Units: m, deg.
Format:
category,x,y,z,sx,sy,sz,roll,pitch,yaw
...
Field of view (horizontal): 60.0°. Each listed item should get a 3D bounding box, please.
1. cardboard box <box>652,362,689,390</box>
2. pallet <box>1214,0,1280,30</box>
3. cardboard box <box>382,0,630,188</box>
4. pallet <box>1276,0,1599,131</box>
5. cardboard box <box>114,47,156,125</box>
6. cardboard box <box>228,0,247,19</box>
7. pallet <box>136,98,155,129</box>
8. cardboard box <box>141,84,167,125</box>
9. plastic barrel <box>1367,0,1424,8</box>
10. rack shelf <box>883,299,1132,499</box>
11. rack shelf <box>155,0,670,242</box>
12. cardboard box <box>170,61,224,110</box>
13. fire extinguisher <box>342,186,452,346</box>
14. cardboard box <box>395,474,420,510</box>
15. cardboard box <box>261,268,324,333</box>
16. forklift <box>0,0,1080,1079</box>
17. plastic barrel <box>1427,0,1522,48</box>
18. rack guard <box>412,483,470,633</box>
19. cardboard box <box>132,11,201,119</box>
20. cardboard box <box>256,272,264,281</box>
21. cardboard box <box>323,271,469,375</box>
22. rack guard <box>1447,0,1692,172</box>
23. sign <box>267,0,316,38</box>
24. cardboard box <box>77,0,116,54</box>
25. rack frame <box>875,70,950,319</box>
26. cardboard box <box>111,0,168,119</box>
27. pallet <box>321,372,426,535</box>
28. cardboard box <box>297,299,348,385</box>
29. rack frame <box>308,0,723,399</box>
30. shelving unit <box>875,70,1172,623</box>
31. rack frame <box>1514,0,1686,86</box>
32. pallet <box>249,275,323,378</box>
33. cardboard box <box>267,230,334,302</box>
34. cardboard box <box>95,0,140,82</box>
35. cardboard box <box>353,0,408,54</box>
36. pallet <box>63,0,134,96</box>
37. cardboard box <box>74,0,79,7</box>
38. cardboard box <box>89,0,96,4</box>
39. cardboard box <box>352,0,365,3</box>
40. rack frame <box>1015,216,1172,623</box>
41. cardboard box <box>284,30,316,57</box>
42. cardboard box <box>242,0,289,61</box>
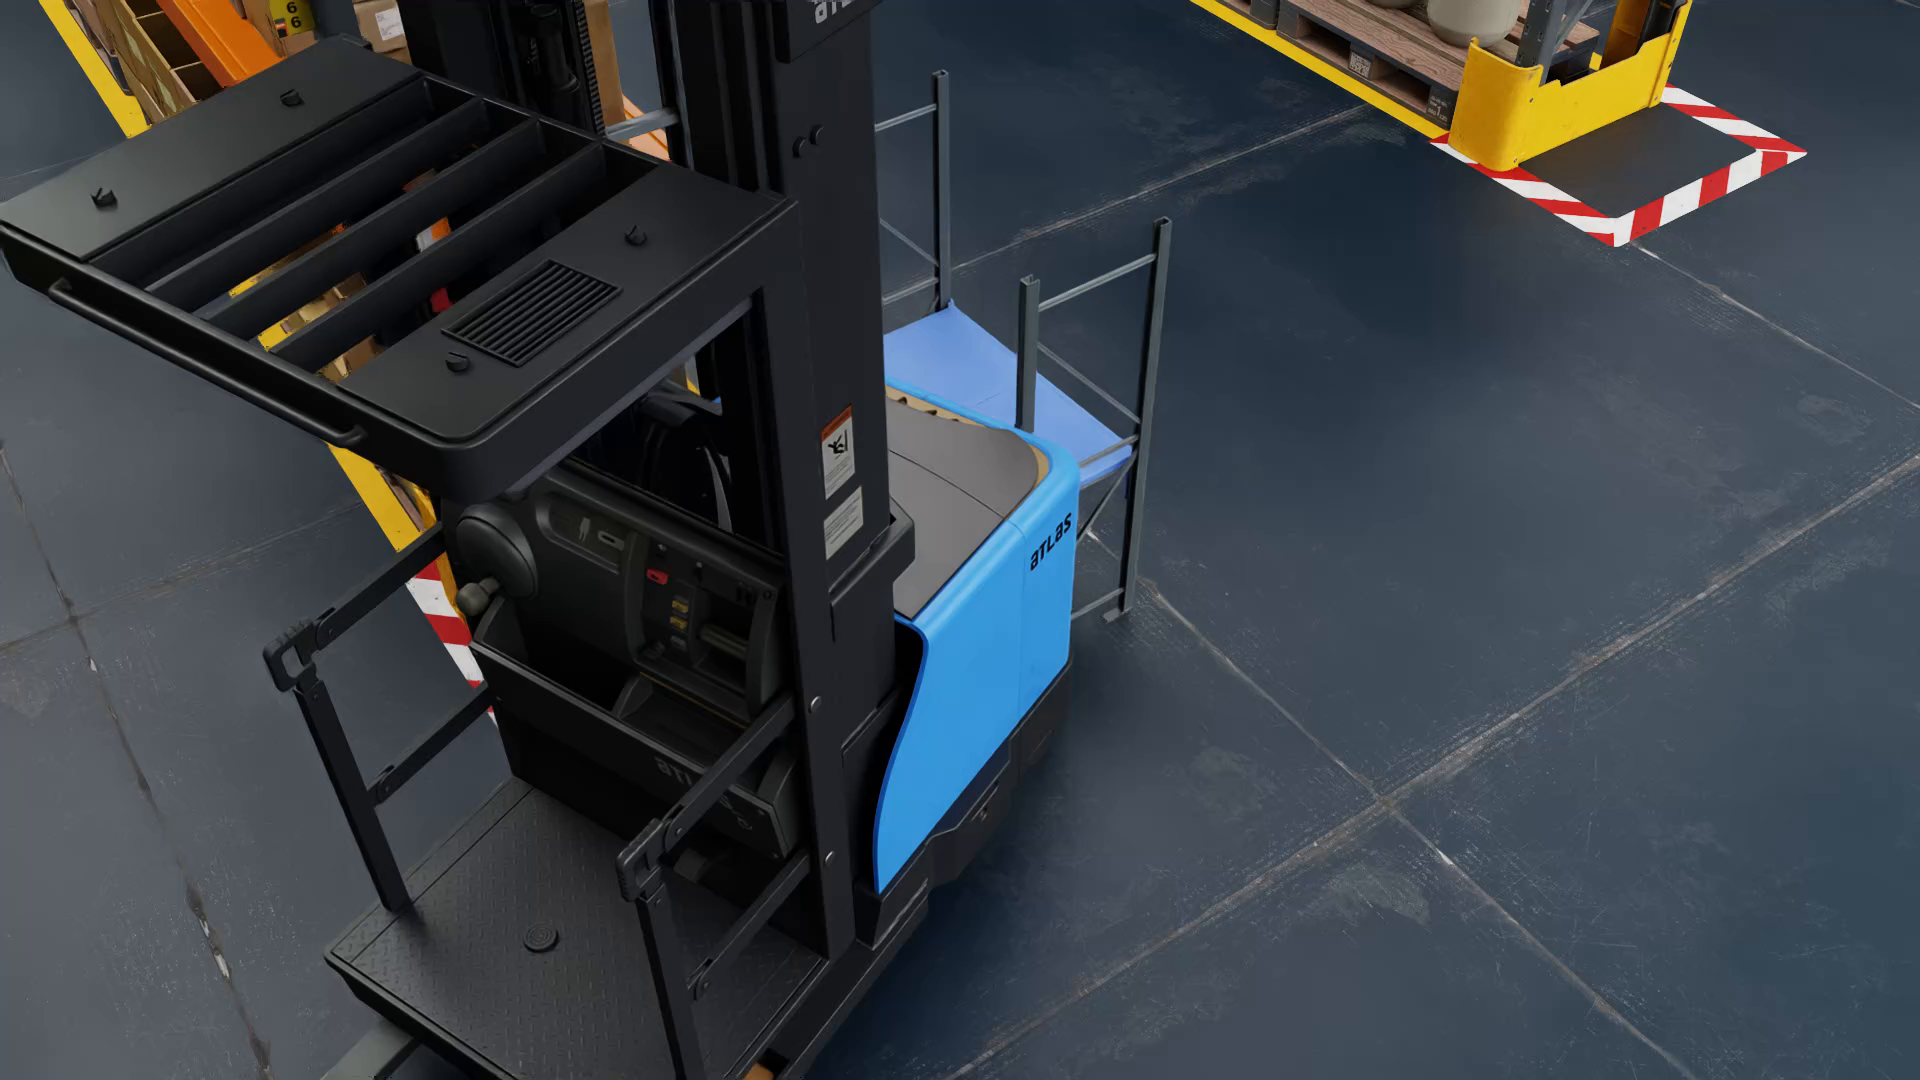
category,x,y,z,sx,sy,sz,roll,pitch,yaw
cardboard box,-1.308,-0.624,5.919,0.500,0.250,0.500,-26,49,-24
pallet,1.645,-3.198,8.947,1.003,0.211,1.213,-26,49,-24
cardboard box,-1.440,-1.381,4.952,0.700,0.500,0.500,-26,49,-24
pallet,2.339,-2.508,8.224,1.003,0.211,1.213,-26,49,-24
cardboard box,-3.455,-2.115,7.481,0.500,0.250,0.500,-26,49,-24
cardboard box,-2.328,-2.256,5.869,0.700,0.500,0.500,-24,49,-23
pallet,-3.051,-1.865,7.551,1.003,0.211,1.213,-26,49,-24
cardboard box,-3.174,-1.830,7.182,0.500,0.250,0.500,-26,49,-24
plastic barrel,2.155,-2.908,8.122,0.421,0.512,0.421,0,44,0
rack shelf,0.060,-0.373,5.315,0.538,0.185,1.000,-27,50,-26
rack shelf,-2.328,-1.948,6.139,1.077,0.370,4.000,-26,49,-24
cardboard box,-2.604,-1.534,6.329,0.500,0.500,0.500,-26,49,-24
fire extinguisher,-1.497,-0.797,4.468,0.296,0.674,0.183,-26,49,-24
cardboard box,-1.733,-0.419,5.704,0.500,0.250,0.500,-26,49,-24
cardboard box,-2.316,-0.980,6.292,0.500,0.250,0.500,-26,49,-24
forklift,-0.886,0.159,3.461,1.130,2.935,3.031,24,49,23
plastic barrel,2.442,-2.624,7.824,0.421,0.512,0.421,0,44,0
rack guard,-1.170,-0.157,5.553,1.175,0.500,0.348,-26,49,-24
cardboard box,-2.891,-1.817,6.625,0.500,0.500,0.500,-26,49,-24
cardboard box,-2.601,-1.264,6.589,0.500,0.250,0.500,-26,49,-24
cardboard box,-1.735,-0.690,5.444,0.500,0.500,0.500,-26,49,-24
rack guard,2.799,-2.150,7.640,1.175,0.500,0.348,-26,49,-24
sign,-1.637,-1.373,4.006,0.100,0.325,0.005,-26,49,-24
cardboard box,-3.947,-2.618,8.007,0.500,0.250,0.500,-26,50,-25
rack frame,-0.243,-0.785,5.487,0.500,1.500,0.032,-27,50,-26
cardboard box,-3.171,-2.103,6.924,0.500,0.500,0.500,-26,49,-24
pallet,-1.656,-0.483,6.103,1.003,0.211,1.213,-26,49,-24
cardboard box,-2.029,-0.698,5.996,0.500,0.250,0.500,-26,49,-24
rack frame,-1.184,-1.075,4.704,1.000,3.000,0.127,-26,49,-24
shelving unit,0.060,-0.503,5.191,0.538,1.500,1.048,-27,50,-26
rack frame,2.881,-3.030,6.751,1.000,3.000,0.127,-26,49,-24
pallet,-2.349,-1.173,6.826,1.003,0.211,1.213,-26,49,-24
cardboard box,-2.319,-1.250,6.032,0.500,0.500,0.500,-26,49,-24
cardboard box,-3.464,-2.383,7.218,0.500,0.500,0.500,-26,49,-24
cardboard box,-1.559,-1.487,4.593,0.380,0.149,0.250,-27,50,-25
pallet,-3.926,-2.734,8.461,1.003,0.211,1.213,-26,49,-24
cardboard box,-4.235,-2.905,8.308,0.500,0.250,0.500,-26,50,-25
cardboard box,-3.939,-2.817,7.809,0.500,0.311,0.500,-26,49,-24
cardboard box,-1.471,-1.880,4.535,0.700,0.500,0.500,-26,49,-24
rack frame,0.363,-0.221,4.896,0.500,1.500,0.032,-27,50,-26
cardboard box,-1.745,-1.676,5.261,0.700,0.500,0.500,-24,49,-23
cardboard box,-2.024,-1.960,5.558,0.700,0.500,0.500,-25,49,-24
